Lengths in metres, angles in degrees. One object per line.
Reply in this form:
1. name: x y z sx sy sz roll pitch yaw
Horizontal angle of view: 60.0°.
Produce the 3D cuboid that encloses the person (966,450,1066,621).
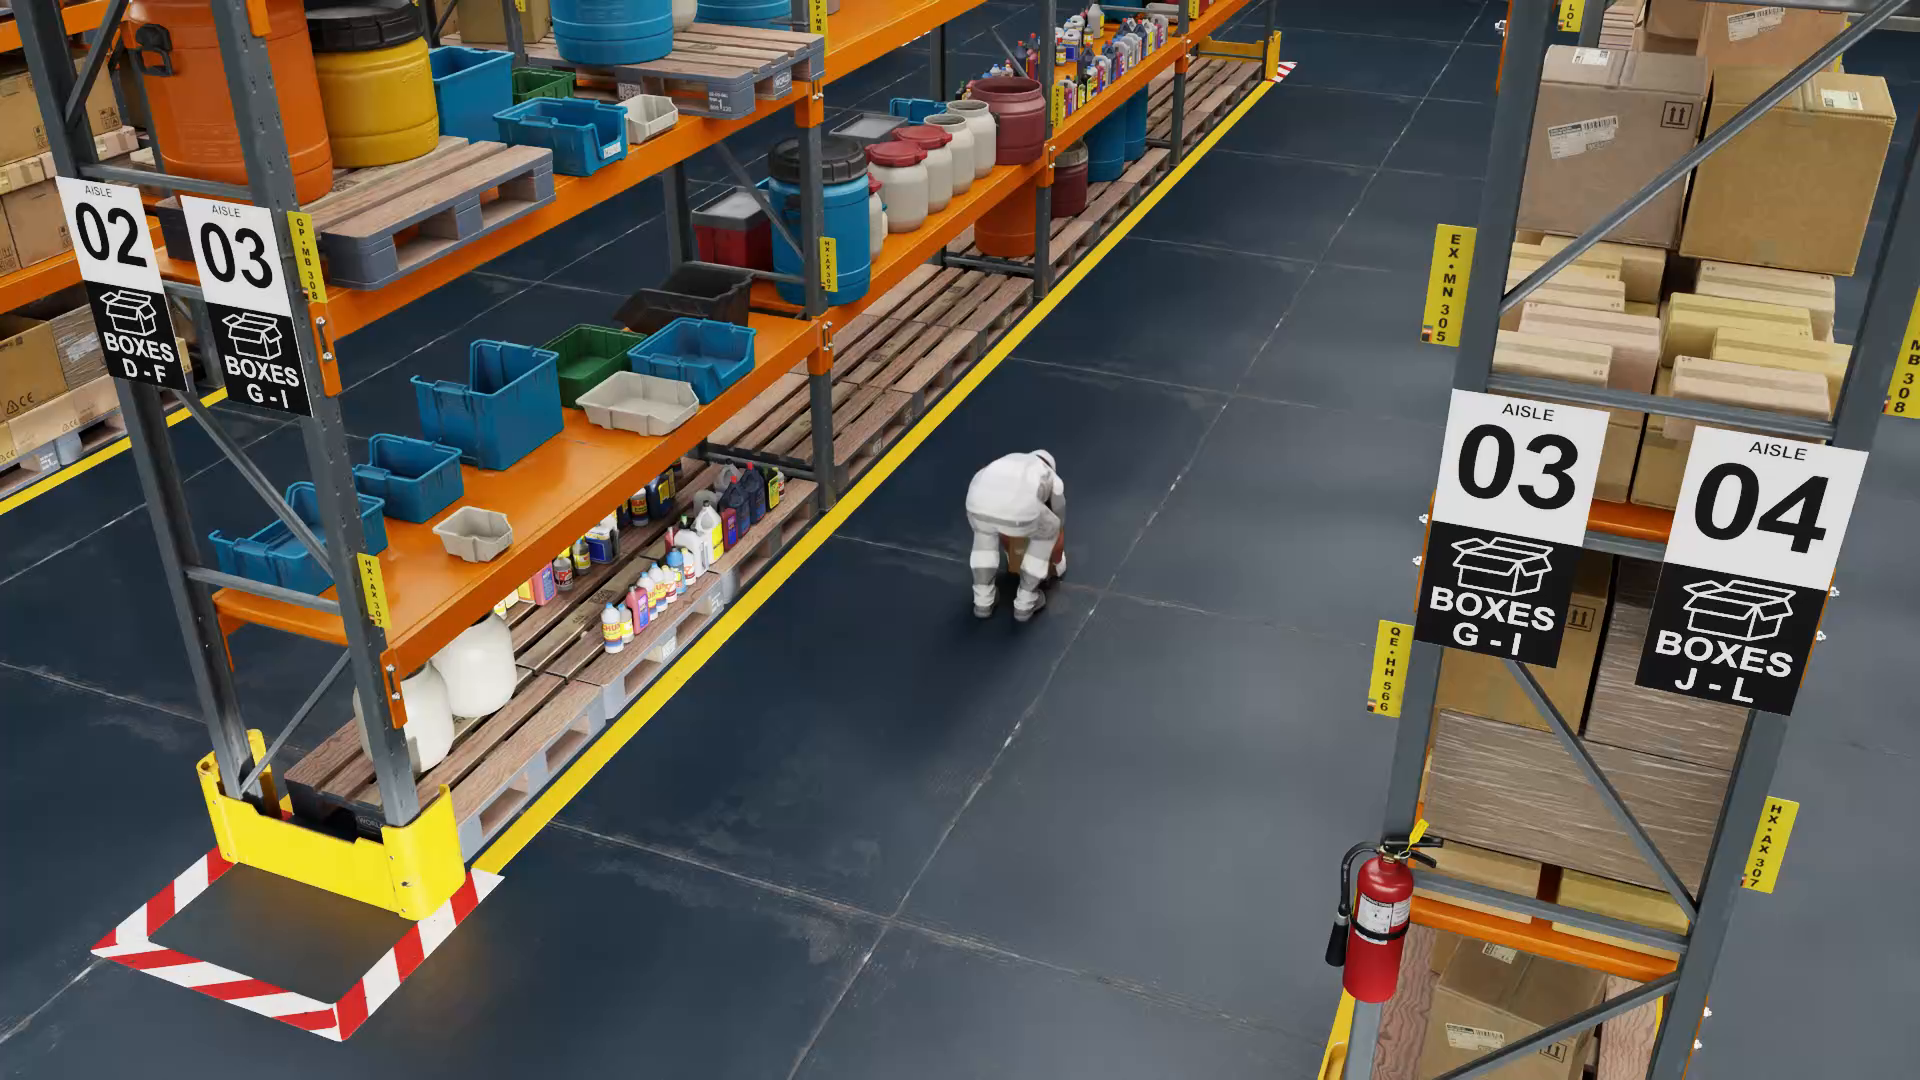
1. person: 0.326 -0.095 9.389 0.528 0.956 0.949 10 31 17
